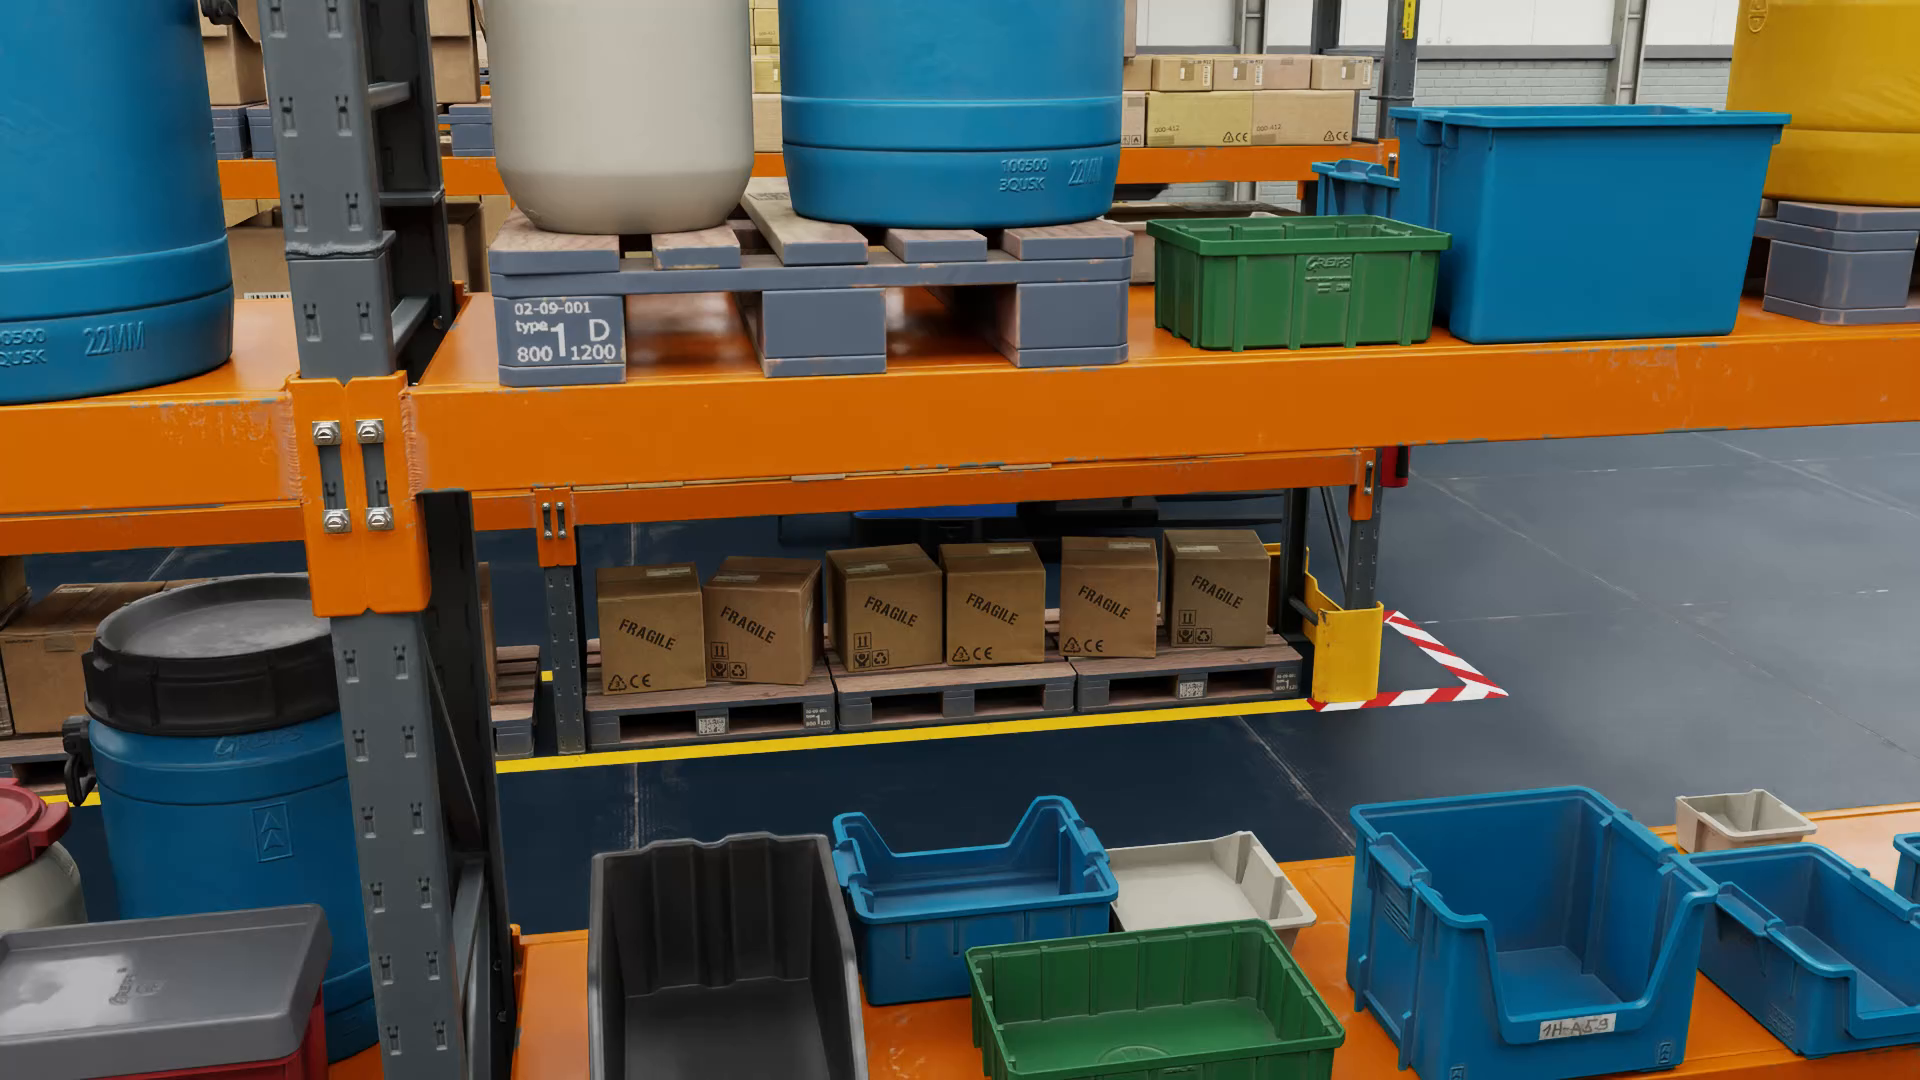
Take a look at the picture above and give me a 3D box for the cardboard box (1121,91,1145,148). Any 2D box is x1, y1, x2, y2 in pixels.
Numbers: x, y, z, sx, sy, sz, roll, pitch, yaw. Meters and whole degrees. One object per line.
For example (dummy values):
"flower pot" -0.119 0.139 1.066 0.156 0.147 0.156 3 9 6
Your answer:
"cardboard box" 0.556 -1.977 7.787 0.500 0.250 0.500 -3 17 -9

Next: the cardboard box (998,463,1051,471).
"cardboard box" 0.282 -0.461 8.130 0.250 0.149 0.380 -3 17 -10

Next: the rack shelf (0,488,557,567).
"rack shelf" -3.915 -0.092 7.727 4.000 0.370 1.077 -3 17 -10

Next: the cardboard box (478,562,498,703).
"cardboard box" -2.558 0.466 8.195 0.500 0.500 0.700 -5 18 -15

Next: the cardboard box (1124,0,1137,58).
"cardboard box" 0.502 -2.473 7.619 0.500 0.500 0.500 -3 17 -10

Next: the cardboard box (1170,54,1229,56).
"cardboard box" 1.164 -2.338 8.282 0.250 0.149 0.380 -4 17 -11

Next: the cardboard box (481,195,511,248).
"cardboard box" -3.280 -2.479 12.401 0.500 0.500 0.700 -4 17 -11

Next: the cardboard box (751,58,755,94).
"cardboard box" -1.054 -2.073 7.418 0.250 0.149 0.380 -3 17 -10

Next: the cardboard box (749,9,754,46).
"cardboard box" -1.765 -3.711 12.038 0.500 0.250 0.500 -3 17 -11

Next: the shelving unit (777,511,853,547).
"shelving unit" -0.976 -0.565 11.109 0.503 1.200 0.258 -1 17 -2

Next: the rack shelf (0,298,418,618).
"rack shelf" -2.976 -0.098 2.638 4.000 0.370 1.077 -3 17 -10

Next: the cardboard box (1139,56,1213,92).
"cardboard box" 0.995 -2.169 7.732 0.250 0.149 0.380 -3 17 -10

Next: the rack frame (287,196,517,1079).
"rack frame" -1.012 0.881 3.335 0.127 3.000 1.000 -3 17 -10

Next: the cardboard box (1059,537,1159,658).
"cardboard box" 0.779 0.297 8.777 0.500 0.500 0.500 1 17 4

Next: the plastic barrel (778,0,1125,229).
"plastic barrel" -0.014 -1.018 2.840 0.708 0.901 0.600 -3 17 -10

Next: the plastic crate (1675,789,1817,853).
"plastic crate" 1.976 0.741 4.239 0.250 0.136 0.298 -3 17 -10

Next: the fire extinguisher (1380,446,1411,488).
"fire extinguisher" 2.176 -0.606 8.309 0.183 0.674 0.296 -3 17 -10

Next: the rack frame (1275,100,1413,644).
"rack frame" 1.976 -0.770 8.709 0.127 3.000 1.000 -3 17 -10

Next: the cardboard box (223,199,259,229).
"cardboard box" -5.278 -2.365 12.031 0.500 0.500 0.700 -4 17 -11

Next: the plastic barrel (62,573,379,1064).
"plastic barrel" -1.449 0.575 3.476 0.708 0.901 0.600 -3 17 -10

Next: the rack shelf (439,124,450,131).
"rack shelf" -4.757 -2.961 11.960 4.000 0.370 1.077 -3 17 -10

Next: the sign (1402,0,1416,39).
"sign" 2.061 -2.466 7.614 0.005 0.325 0.100 -3 17 -10

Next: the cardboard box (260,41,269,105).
"cardboard box" -2.855 -2.036 7.237 0.258 0.266 0.396 -3 17 -8

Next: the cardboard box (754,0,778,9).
"cardboard box" -1.371 -3.906 11.994 0.250 0.149 0.380 -3 17 -10

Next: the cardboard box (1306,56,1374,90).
"cardboard box" 1.762 -2.217 7.889 0.250 0.149 0.380 -3 17 -10

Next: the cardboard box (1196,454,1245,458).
"cardboard box" 1.254 -0.532 8.362 0.250 0.149 0.380 -3 17 -10

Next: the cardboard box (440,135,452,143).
"cardboard box" -5.181 -3.950 16.565 0.250 0.149 0.380 -4 18 -13

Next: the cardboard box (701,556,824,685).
"cardboard box" -0.990 0.402 8.435 0.500 0.500 0.500 2 17 7

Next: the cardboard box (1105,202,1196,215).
"cardboard box" 0.892 -1.460 8.576 0.500 0.500 0.500 -3 17 -10

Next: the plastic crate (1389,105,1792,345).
"plastic crate" 1.100 -0.575 2.994 0.575 0.384 0.392 -3 17 -10

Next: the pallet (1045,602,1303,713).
"pallet" 1.097 0.602 8.991 1.213 0.211 1.003 -3 17 -10

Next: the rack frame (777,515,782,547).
"rack frame" -1.220 -0.562 11.099 0.015 1.200 0.240 -1 17 -2

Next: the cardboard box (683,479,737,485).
"cardboard box" -1.195 -0.384 7.882 0.250 0.149 0.380 -3 17 -10

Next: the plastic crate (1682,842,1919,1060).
"plastic crate" 1.842 0.878 3.599 0.408 0.251 0.499 -3 17 -10

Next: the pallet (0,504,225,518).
"pallet" -3.943 -0.355 7.684 1.213 0.211 1.003 -3 17 -10

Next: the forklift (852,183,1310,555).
"forklift" 0.797 -1.411 10.914 3.031 2.935 1.130 -1 17 -2

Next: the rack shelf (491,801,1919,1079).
"rack shelf" 0.952 1.113 3.804 4.000 0.370 1.077 -3 17 -10

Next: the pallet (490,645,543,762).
"pallet" -2.716 0.830 8.251 1.213 0.211 1.003 -3 17 -10

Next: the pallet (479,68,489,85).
"pallet" -4.458 -4.744 16.860 1.003 0.211 1.213 -3 17 -10

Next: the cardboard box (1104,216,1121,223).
"cardboard box" 0.502 -1.279 7.988 0.500 0.500 0.500 -3 17 -10

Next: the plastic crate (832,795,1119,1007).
"plastic crate" 0.023 0.812 3.813 0.616 0.251 0.499 -3 17 -10

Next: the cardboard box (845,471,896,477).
"cardboard box" -0.461 -0.429 8.027 0.250 0.149 0.380 -3 17 -10

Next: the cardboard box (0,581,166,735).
"cardboard box" -4.127 0.549 7.923 0.500 0.500 0.700 -2 17 -6
